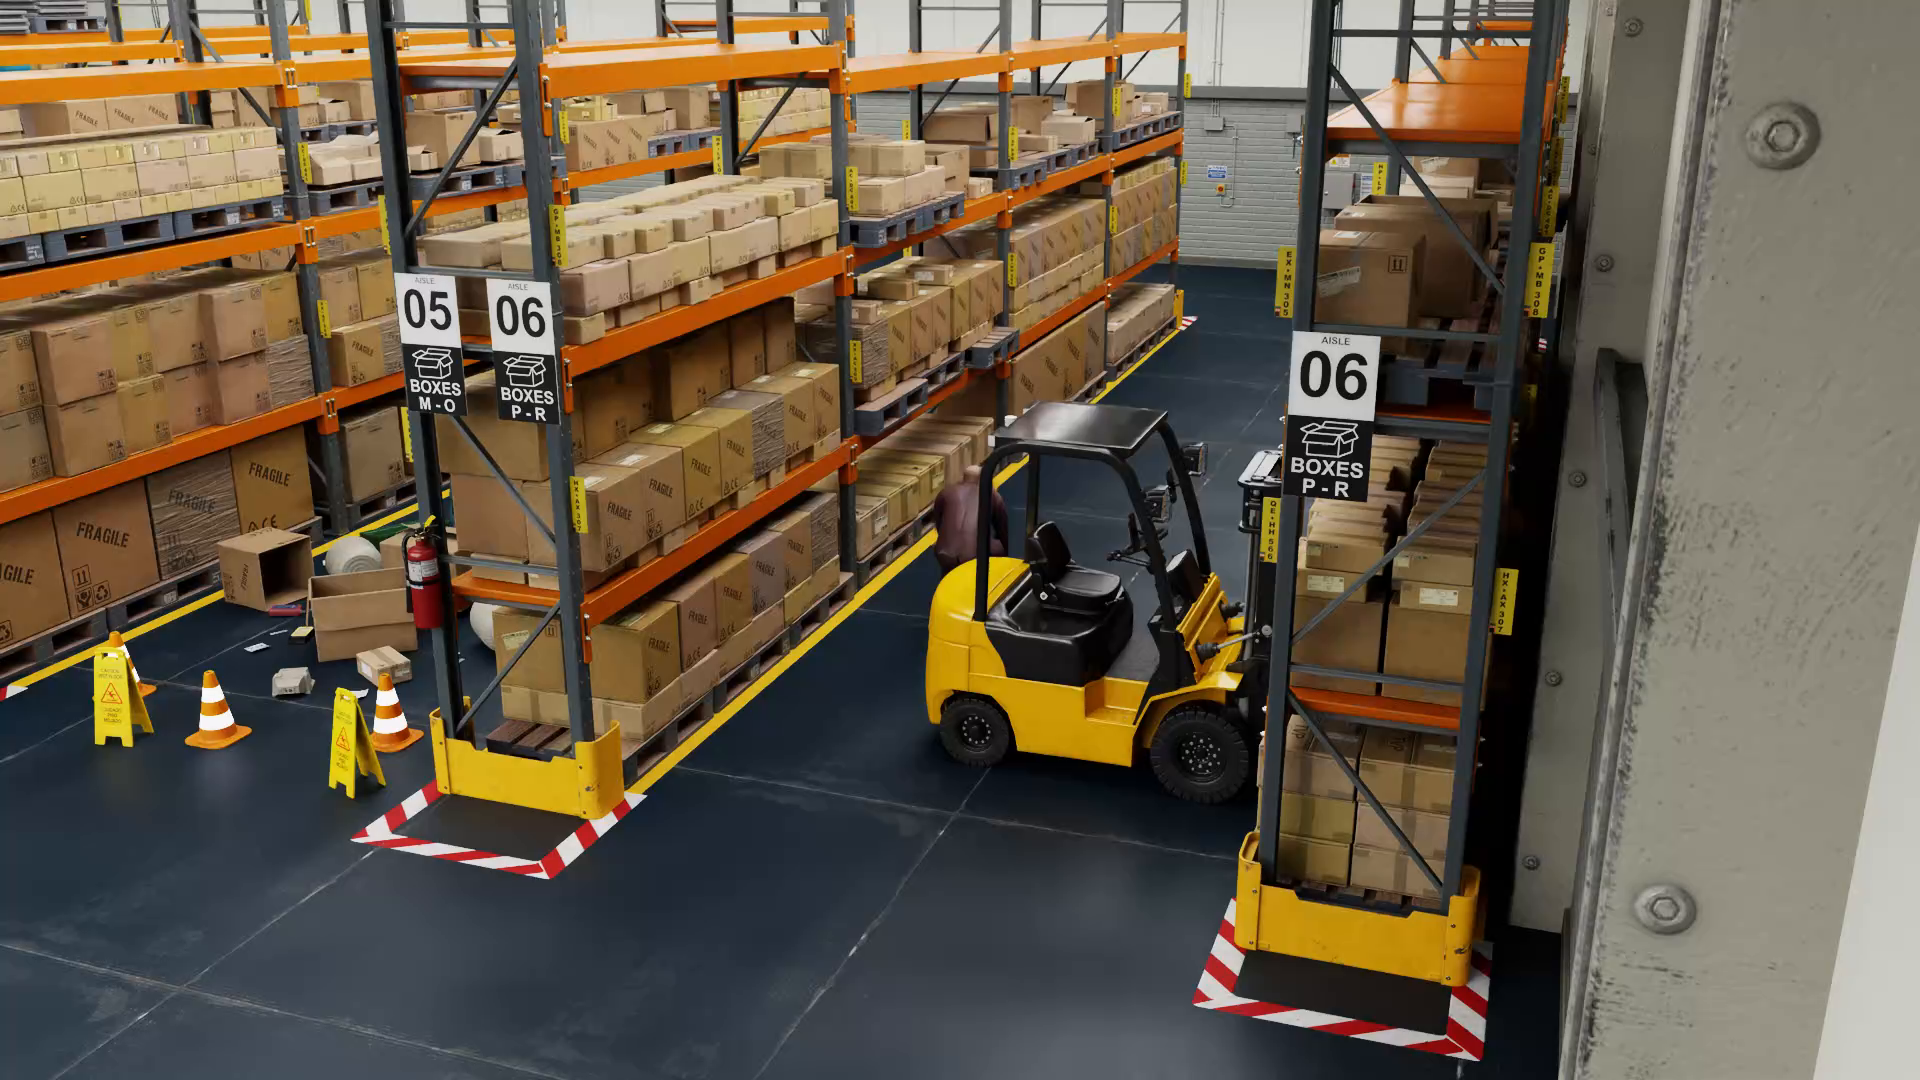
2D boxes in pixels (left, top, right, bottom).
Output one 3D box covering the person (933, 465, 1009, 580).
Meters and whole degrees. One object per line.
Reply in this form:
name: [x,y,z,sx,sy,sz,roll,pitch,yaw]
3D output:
person: [0.063,0.030,13.084,0.617,1.092,0.865,5,19,15]
